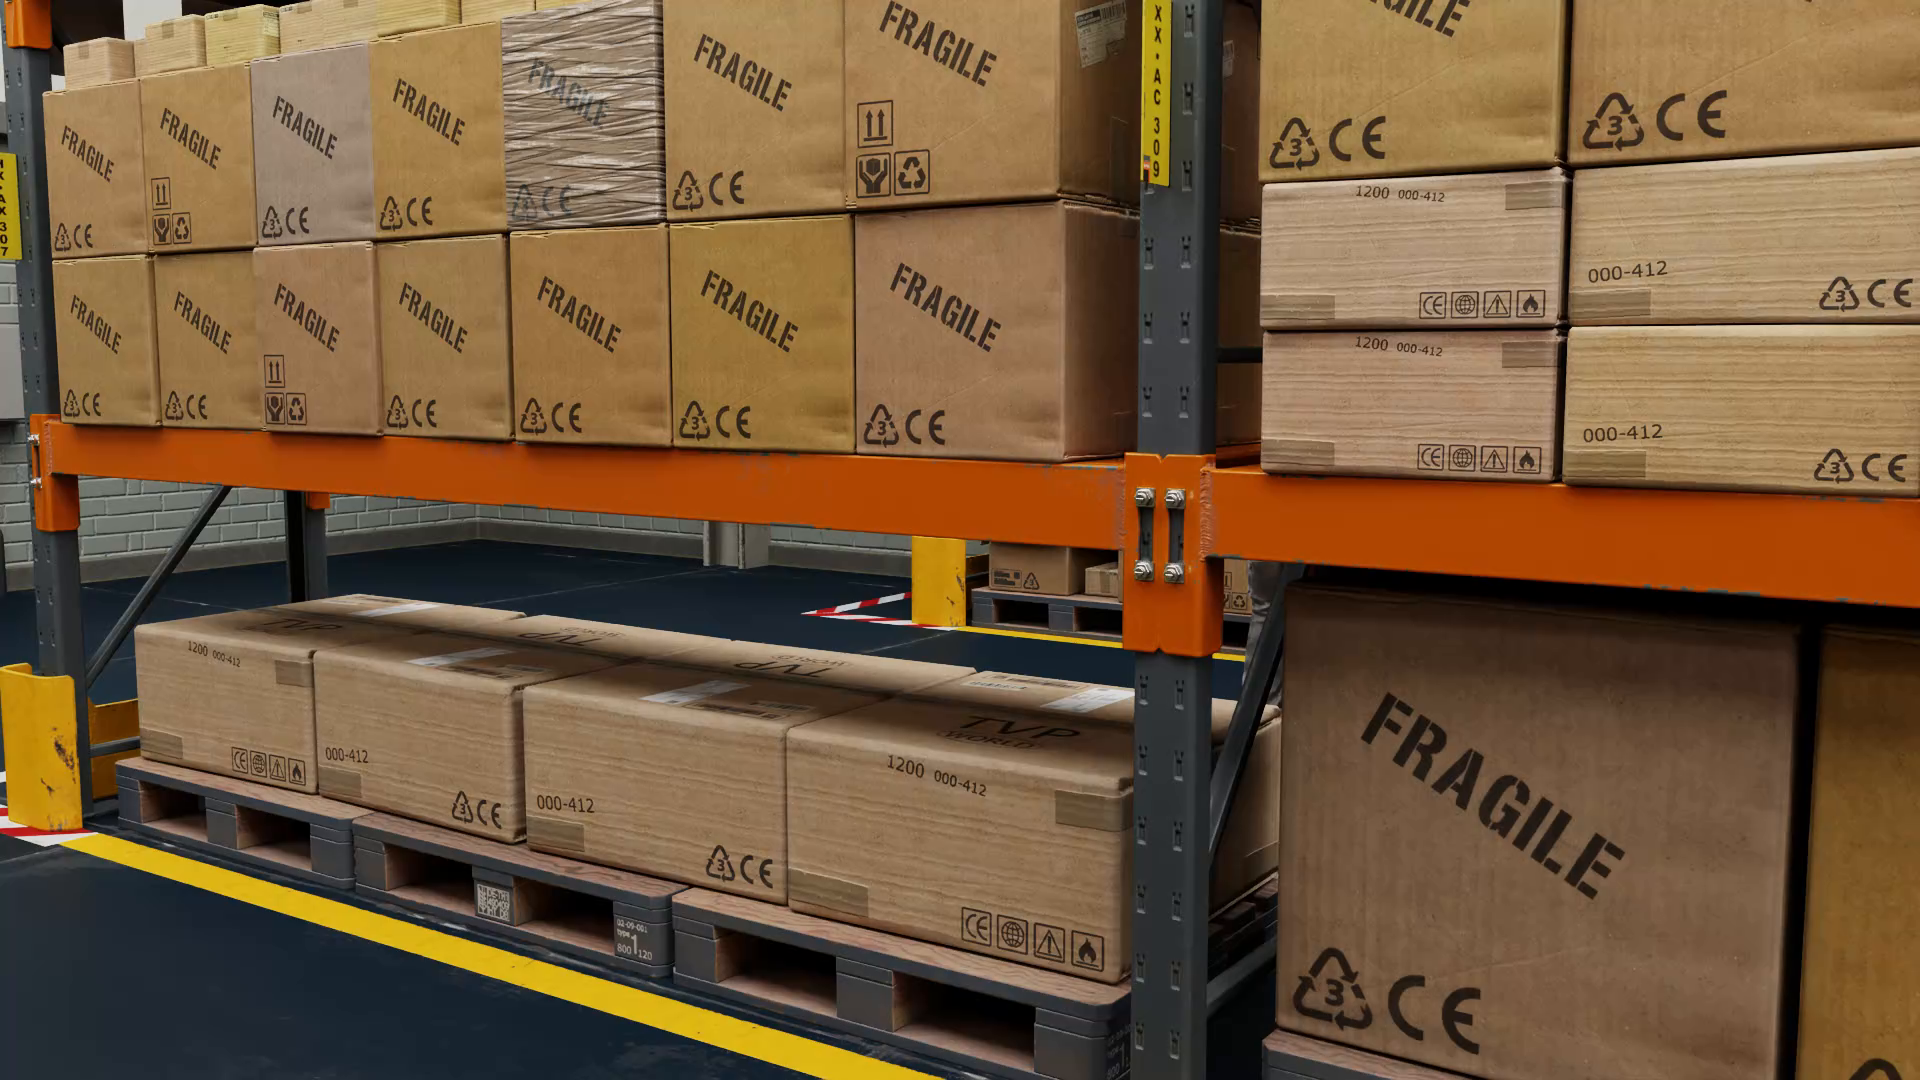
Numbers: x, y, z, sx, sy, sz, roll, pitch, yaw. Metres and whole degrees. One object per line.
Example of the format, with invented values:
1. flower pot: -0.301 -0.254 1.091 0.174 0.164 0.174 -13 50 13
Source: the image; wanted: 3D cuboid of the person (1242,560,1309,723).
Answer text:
1. person: 1.326 -0.086 6.467 0.624 1.774 0.454 4 7 33
